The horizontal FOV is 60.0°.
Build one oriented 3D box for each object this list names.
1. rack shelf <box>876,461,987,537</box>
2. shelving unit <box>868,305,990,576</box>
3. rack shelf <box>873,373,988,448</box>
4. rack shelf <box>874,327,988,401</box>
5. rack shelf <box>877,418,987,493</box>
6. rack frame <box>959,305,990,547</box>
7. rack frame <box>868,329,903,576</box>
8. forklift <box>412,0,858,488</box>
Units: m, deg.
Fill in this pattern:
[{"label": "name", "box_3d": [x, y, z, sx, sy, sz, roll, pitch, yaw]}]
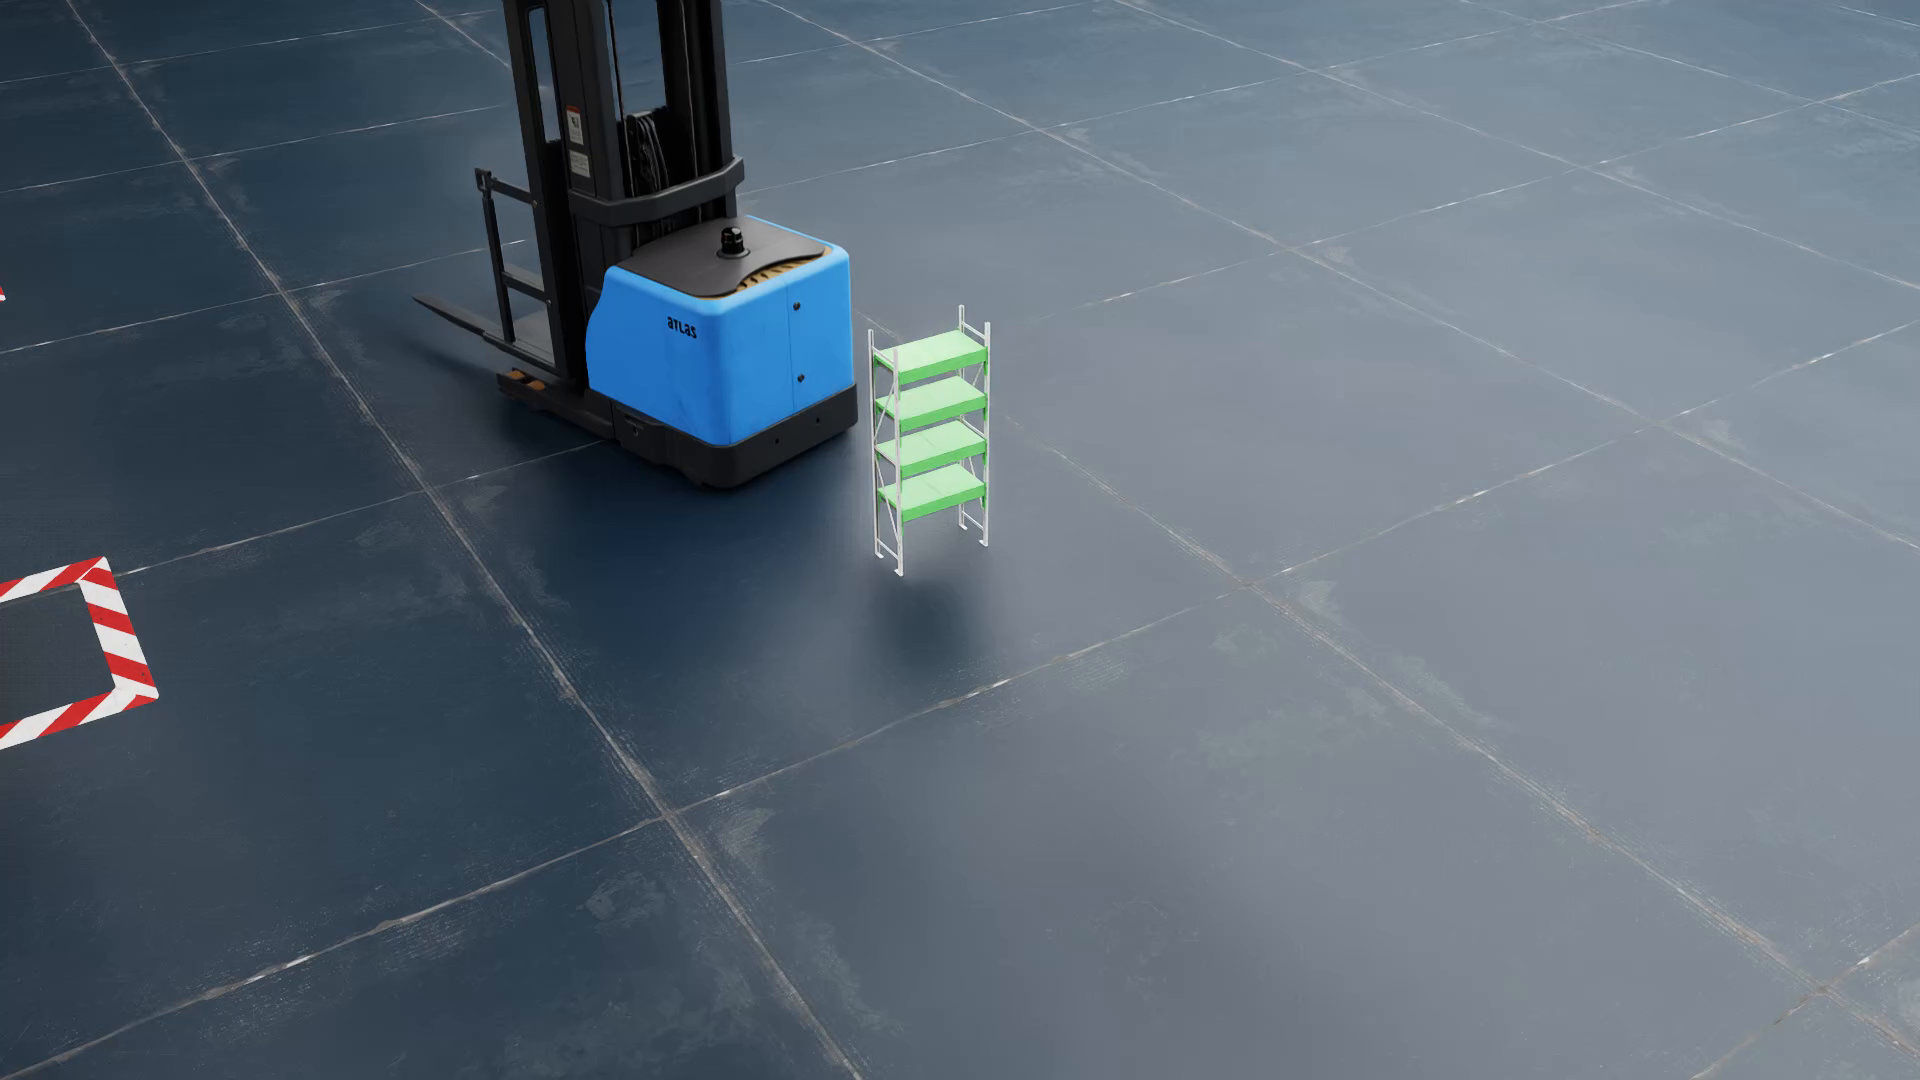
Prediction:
[{"label": "rack shelf", "box_3d": [-0.139, -0.203, 8.016, 0.480, 0.148, 0.258, -19, 37, -27]}, {"label": "shelving unit", "box_3d": [-0.139, -0.460, 7.854, 0.503, 1.200, 0.258, -19, 37, -27]}, {"label": "rack shelf", "box_3d": [-0.139, -0.609, 7.760, 0.480, 0.148, 0.258, -19, 37, -27]}, {"label": "rack shelf", "box_3d": [-0.139, -0.812, 7.632, 0.480, 0.148, 0.258, -19, 37, -27]}, {"label": "rack shelf", "box_3d": [-0.139, -0.406, 7.888, 0.480, 0.148, 0.258, -19, 37, -27]}, {"label": "rack frame", "box_3d": [0.066, -0.530, 7.966, 0.015, 1.200, 0.240, -19, 37, -27]}, {"label": "rack frame", "box_3d": [-0.344, -0.389, 7.742, 0.015, 1.200, 0.240, -19, 37, -27]}, {"label": "forklift", "box_3d": [-2.006, -2.161, 8.929, 3.031, 2.935, 1.130, 25, 40, 33]}]
